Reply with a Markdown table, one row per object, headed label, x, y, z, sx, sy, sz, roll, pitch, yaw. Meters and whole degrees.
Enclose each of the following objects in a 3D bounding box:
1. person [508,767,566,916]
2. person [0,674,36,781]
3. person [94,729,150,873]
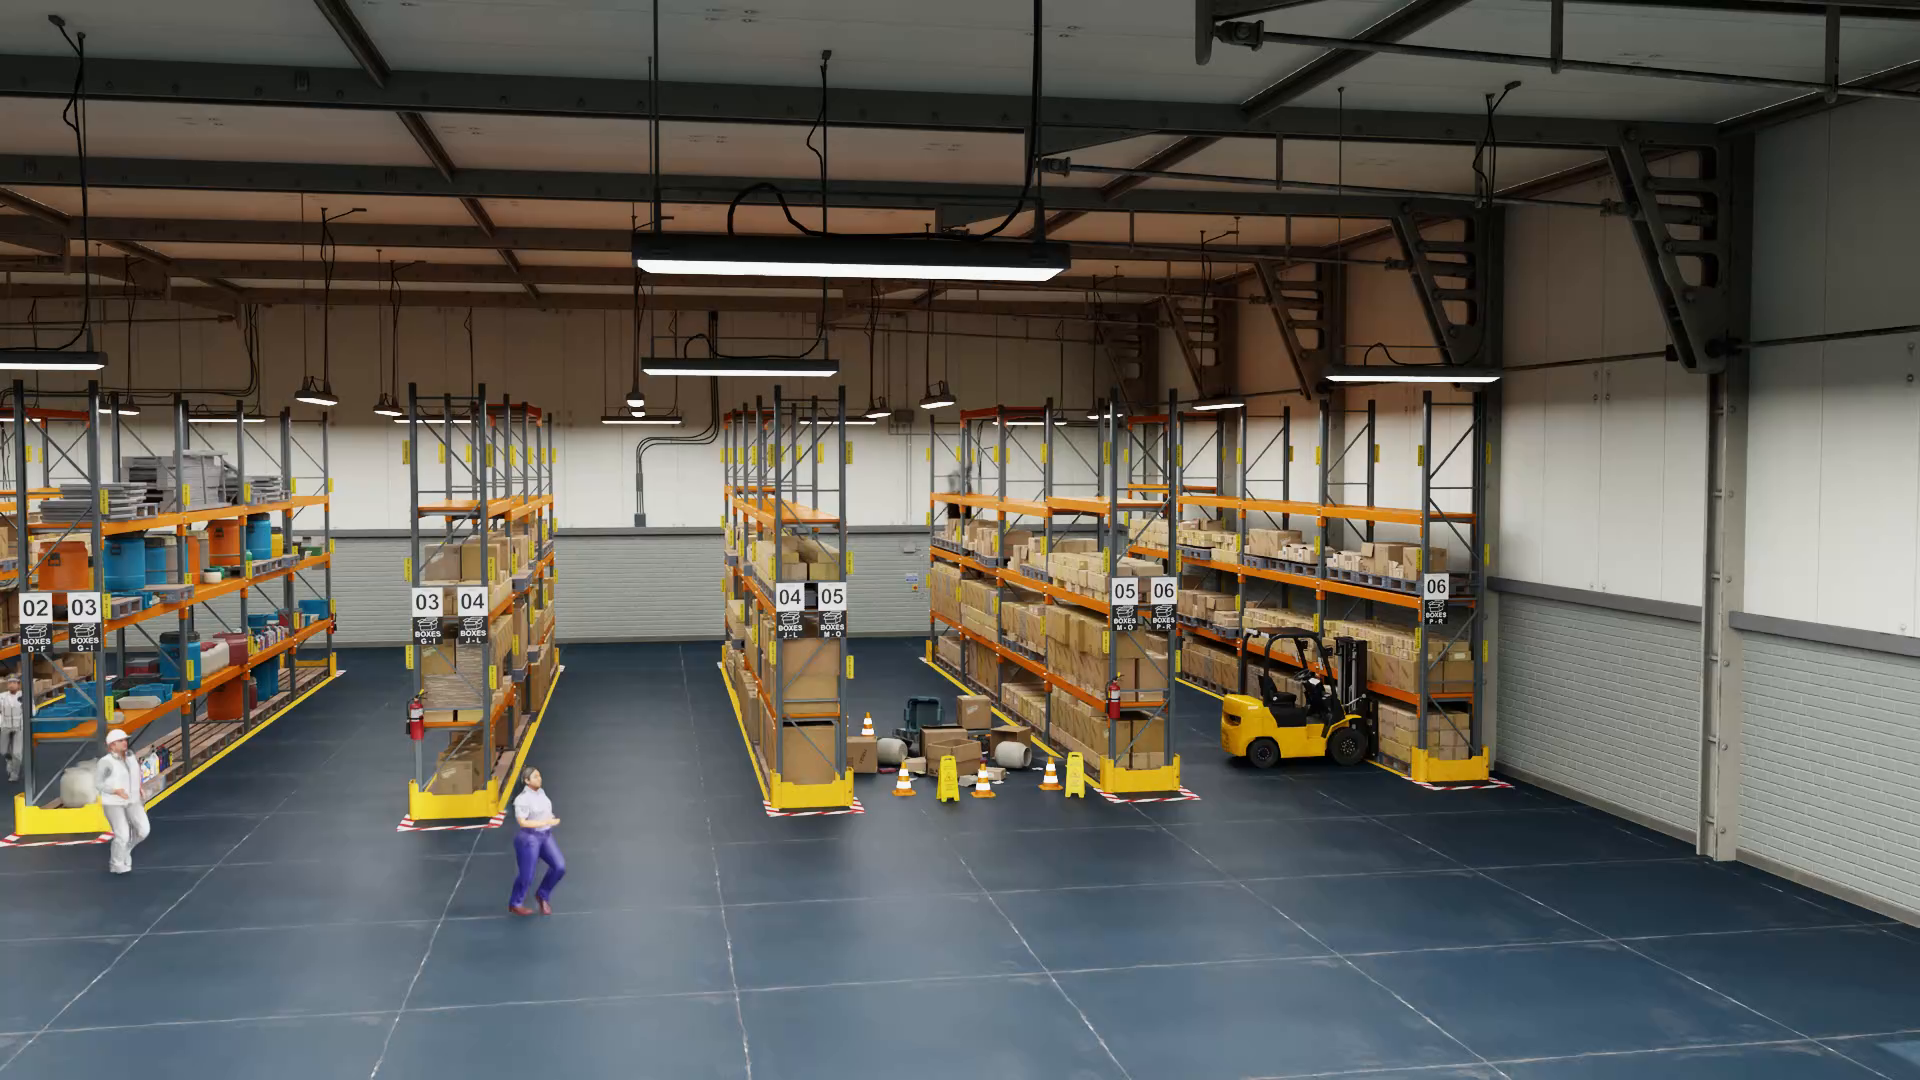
| label | x | y | z | sx | sy | sz | roll | pitch | yaw |
| --- | --- | --- | --- | --- | --- | --- | --- | --- | --- |
| person | -4.582 | 3.273 | 17.988 | 0.672 | 1.651 | 0.580 | 1 | 3 | 26 |
| person | -14.564 | 2.875 | 25.605 | 0.598 | 1.650 | 0.539 | -1 | 3 | -21 |
| person | -9.974 | 3.120 | 19.865 | 0.562 | 1.727 | 0.636 | 1 | 3 | 27 |
